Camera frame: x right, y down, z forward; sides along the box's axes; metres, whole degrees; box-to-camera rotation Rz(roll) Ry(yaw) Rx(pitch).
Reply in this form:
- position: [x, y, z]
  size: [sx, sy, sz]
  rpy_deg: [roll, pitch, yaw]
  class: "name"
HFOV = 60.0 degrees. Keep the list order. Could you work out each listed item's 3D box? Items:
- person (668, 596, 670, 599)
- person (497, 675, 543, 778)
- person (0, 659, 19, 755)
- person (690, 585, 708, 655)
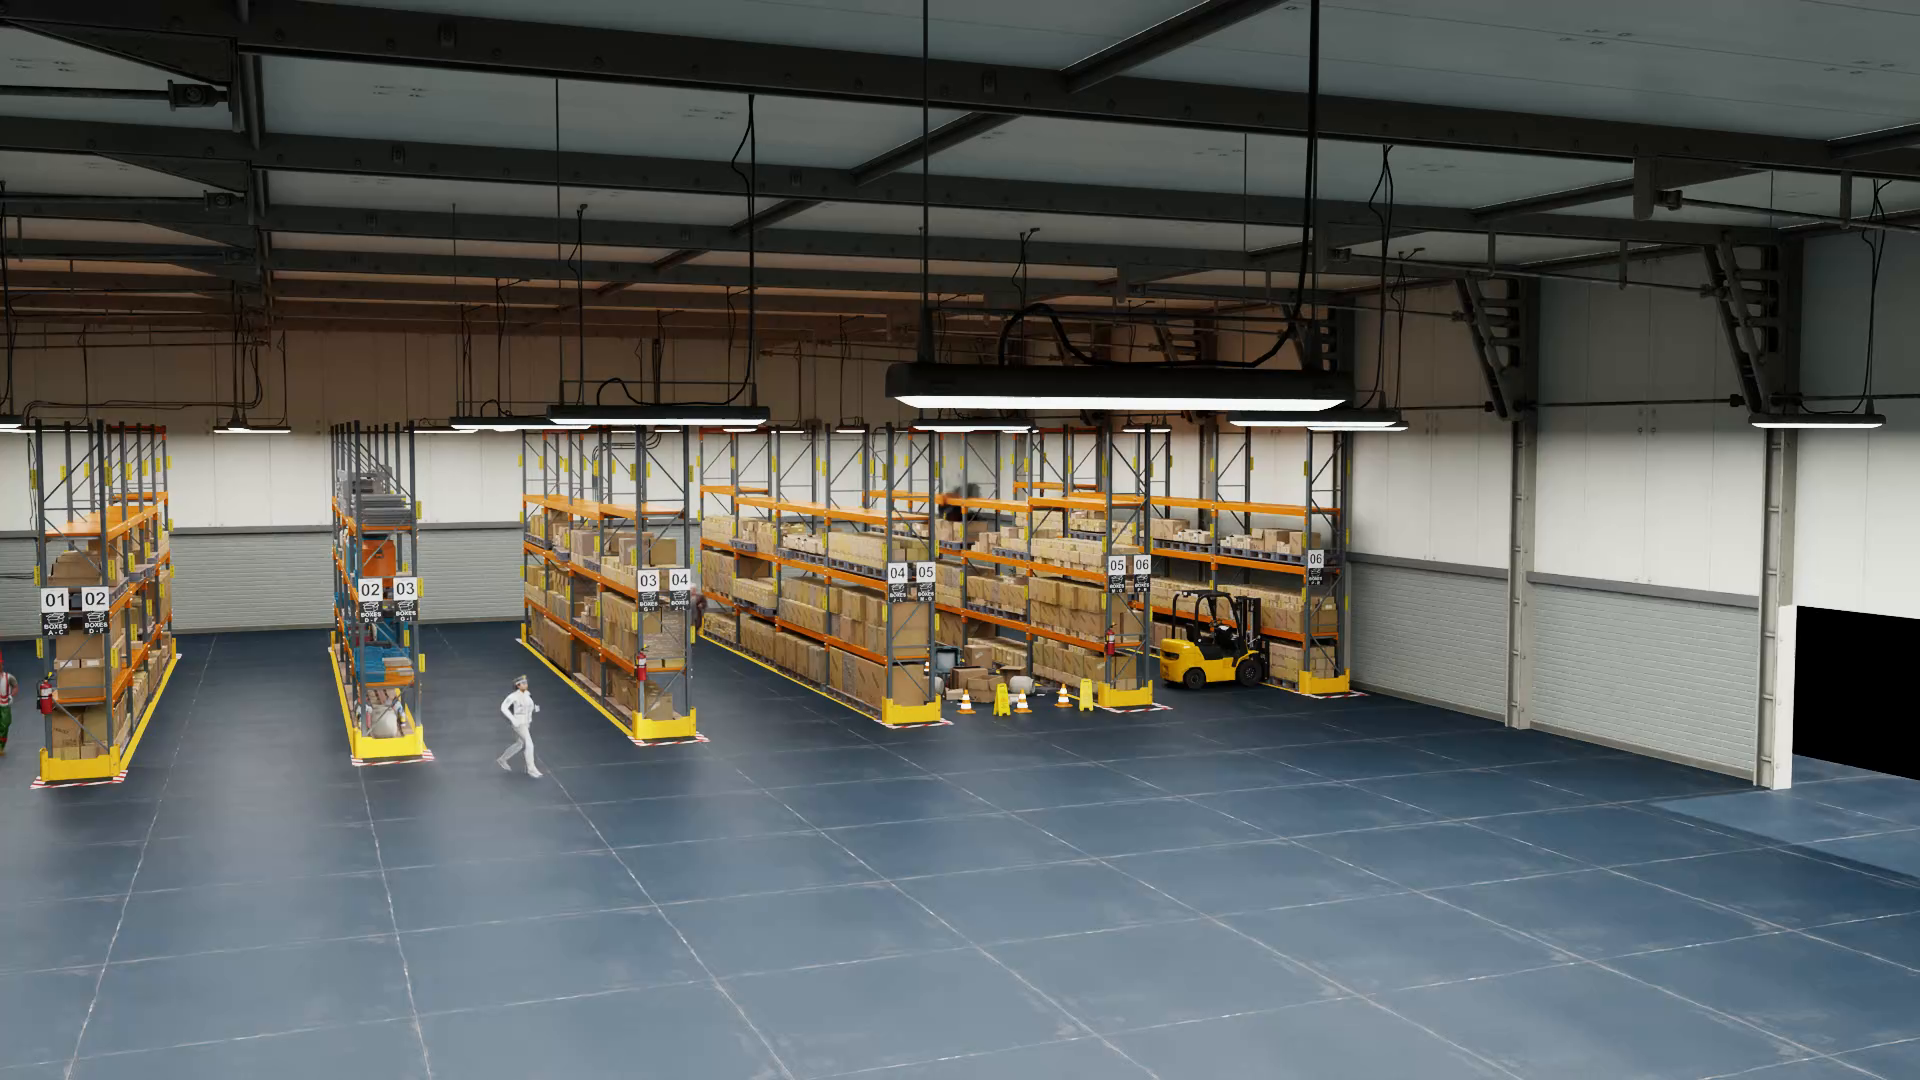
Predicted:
- position: [-8.408, 1.805, 48.783]
  size: [0.658, 1.715, 0.794]
  rpy_deg: [-3, 5, -40]
  class: "person"
- position: [-7.398, 3.119, 28.042]
  size: [0.835, 1.713, 0.597]
  rpy_deg: [1, 4, 14]
  class: "person"
- position: [-17.302, 2.988, 29.937]
  size: [0.657, 1.743, 0.605]
  rpy_deg: [-2, 4, -34]
  class: "person"
- position: [-7.004, 2.103, 43.903]
  size: [0.668, 1.852, 0.866]
  rpy_deg: [-1, 4, -20]
  class: "person"
